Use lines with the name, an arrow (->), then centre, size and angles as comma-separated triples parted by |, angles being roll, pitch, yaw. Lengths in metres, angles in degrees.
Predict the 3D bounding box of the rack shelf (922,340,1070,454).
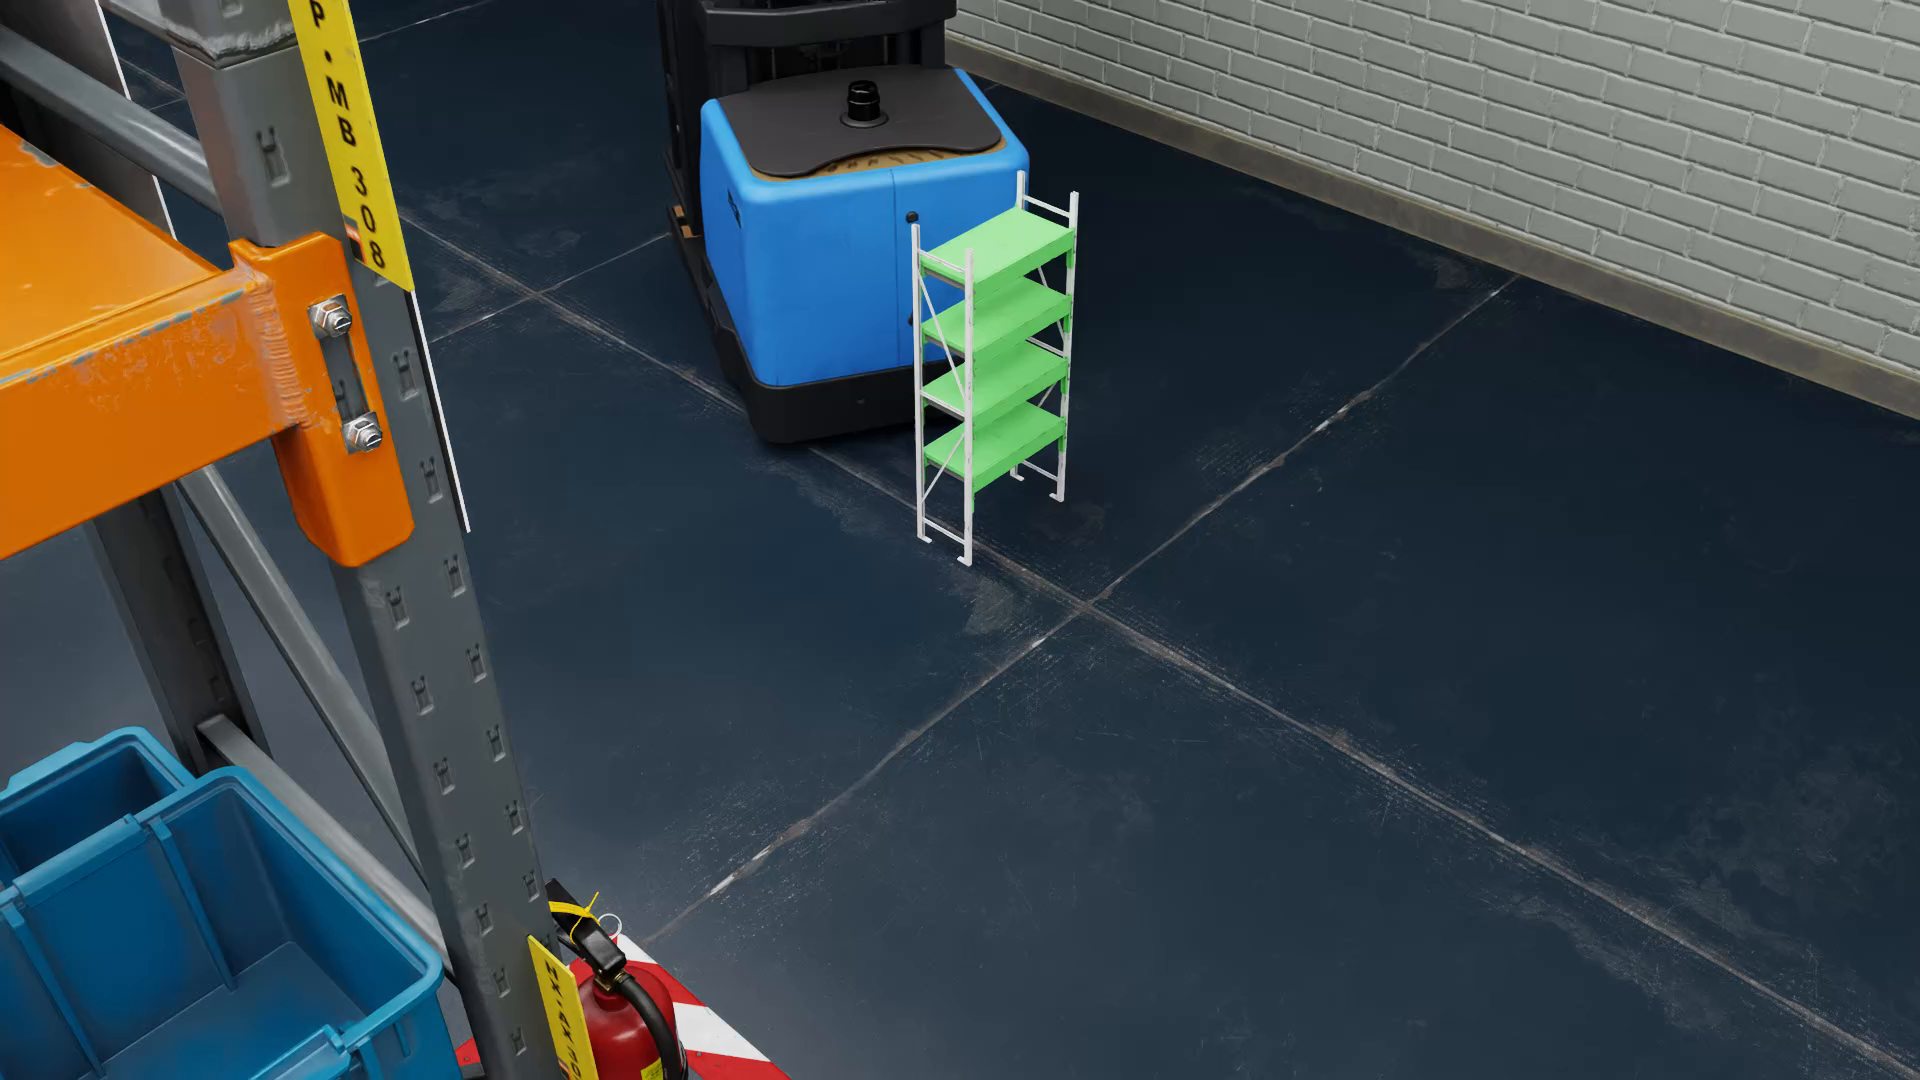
rack shelf -> 0.112, -0.496, 5.512 | 0.258, 0.148, 0.480 | 30, 47, 32

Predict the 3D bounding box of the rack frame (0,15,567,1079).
rack frame -> -0.970, 0.528, 2.676 | 1.000, 3.000, 0.127 | 30, 47, 32

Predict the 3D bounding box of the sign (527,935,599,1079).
sign -> -0.553, 0.687, 2.345 | 0.100, 0.325, 0.005 | 30, 47, 32

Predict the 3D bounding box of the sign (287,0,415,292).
sign -> -0.553, -0.382, 1.494 | 0.100, 0.325, 0.005 | 30, 47, 32

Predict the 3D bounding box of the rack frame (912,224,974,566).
rack frame -> -0.053, -0.434, 5.331 | 0.240, 1.200, 0.015 | 30, 47, 32

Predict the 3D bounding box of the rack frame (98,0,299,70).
rack frame -> -0.970, -1.821, 0.809 | 1.000, 3.000, 0.127 | 30, 47, 32

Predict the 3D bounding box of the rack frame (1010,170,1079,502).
rack frame -> 0.276, -0.658, 5.613 | 0.240, 1.200, 0.015 | 30, 47, 32

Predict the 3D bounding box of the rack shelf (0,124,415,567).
rack shelf -> -2.319, 0.554, 0.811 | 1.077, 0.370, 4.000 | 30, 47, 32

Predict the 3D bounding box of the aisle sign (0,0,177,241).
aisle sign -> -1.140, -0.648, 2.066 | 0.394, 0.787, 0.004 | 30, 47, 32

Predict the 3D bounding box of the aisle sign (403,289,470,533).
aisle sign -> -0.705, -0.400, 1.754 | 0.394, 0.787, 0.004 | 30, 47, 32

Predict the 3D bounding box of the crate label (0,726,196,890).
crate label -> -1.379, 0.545, 2.741 | 0.416, 0.233, 0.303 | 30, 47, 32

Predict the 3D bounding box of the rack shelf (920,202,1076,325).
rack shelf -> 0.112, -0.871, 5.213 | 0.258, 0.148, 0.480 | 30, 47, 32

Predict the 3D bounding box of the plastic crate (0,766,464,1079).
plastic crate -> -1.058, 0.722, 2.355 | 0.616, 0.435, 0.499 | 30, 47, 32

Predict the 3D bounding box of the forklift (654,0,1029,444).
forklift -> -0.669, -2.423, 6.442 | 1.130, 2.935, 3.031 | -11, 40, -14

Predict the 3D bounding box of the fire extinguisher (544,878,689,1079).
fire extinguisher -> -0.533, 0.825, 2.664 | 0.296, 0.674, 0.183 | 30, 47, 32

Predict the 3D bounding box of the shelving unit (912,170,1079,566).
shelving unit -> 0.112, -0.546, 5.472 | 0.258, 1.200, 0.503 | 30, 47, 32

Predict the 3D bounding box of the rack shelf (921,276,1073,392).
rack shelf -> 0.112, -0.683, 5.363 | 0.258, 0.148, 0.480 | 30, 47, 32

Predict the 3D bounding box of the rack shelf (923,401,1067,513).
rack shelf -> 0.112, -0.308, 5.661 | 0.258, 0.148, 0.480 | 30, 47, 32
